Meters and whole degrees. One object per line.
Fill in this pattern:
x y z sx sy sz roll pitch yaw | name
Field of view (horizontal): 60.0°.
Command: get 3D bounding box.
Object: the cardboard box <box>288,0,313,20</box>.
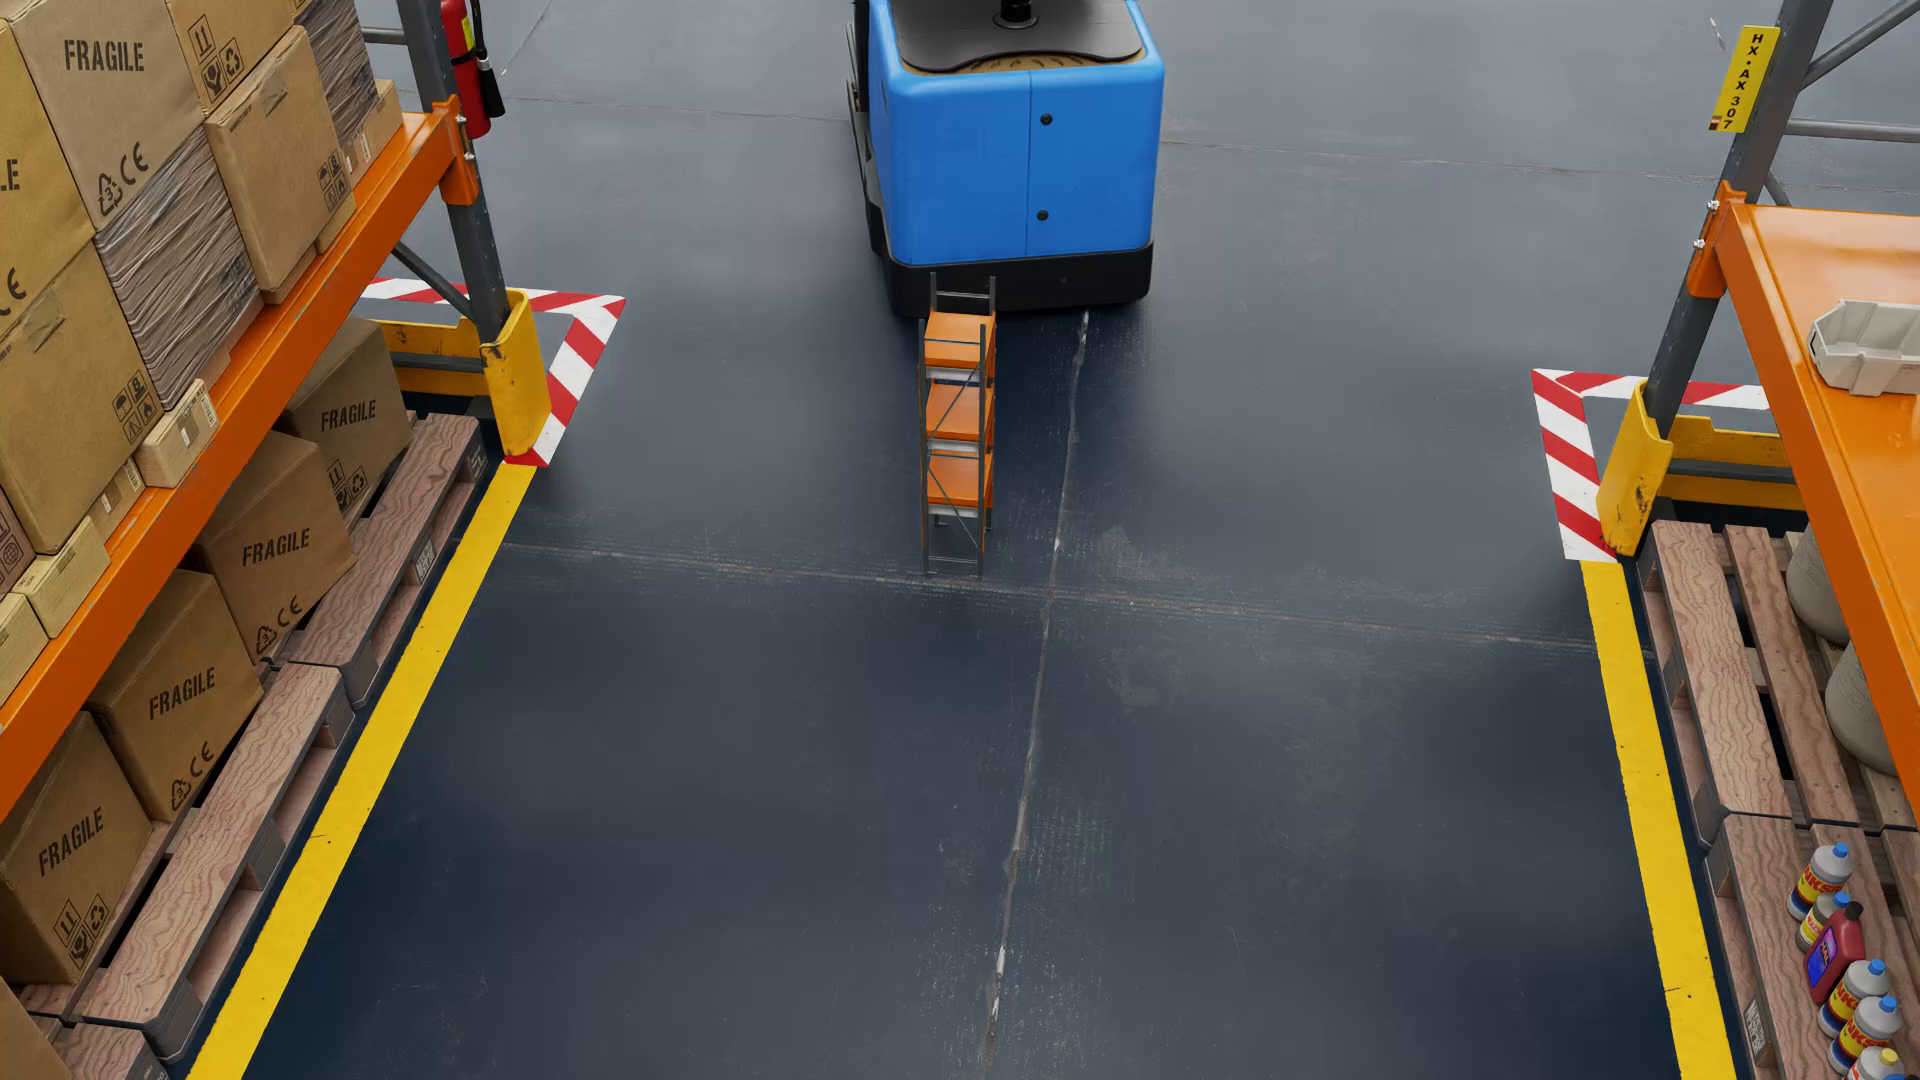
-1.952 -1.721 4.370 0.500 0.500 0.500 5 44 6 | cardboard box

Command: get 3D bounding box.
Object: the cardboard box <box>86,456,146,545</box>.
-2.153 -0.111 3.869 0.380 0.149 0.250 5 44 6 | cardboard box

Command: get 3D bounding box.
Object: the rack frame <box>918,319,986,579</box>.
-0.023 -0.262 5.263 0.200 1.050 0.008 5 44 6 | rack frame

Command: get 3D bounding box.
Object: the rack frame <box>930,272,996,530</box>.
0.009 -0.428 5.438 0.200 1.050 0.008 5 44 6 | rack frame

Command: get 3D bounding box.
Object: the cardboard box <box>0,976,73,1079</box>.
-2.492 1.210 3.803 0.500 0.500 0.500 19 46 19 | cardboard box

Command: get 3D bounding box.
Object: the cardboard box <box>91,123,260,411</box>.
-2.280 -0.695 4.013 0.875 0.500 0.500 5 44 6 | cardboard box

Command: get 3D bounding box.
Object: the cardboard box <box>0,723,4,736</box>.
-2.178 0.407 3.321 0.380 0.149 0.250 5 44 6 | cardboard box

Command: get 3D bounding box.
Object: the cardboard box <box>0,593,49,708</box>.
-2.186 0.233 3.505 0.380 0.149 0.250 5 44 6 | cardboard box

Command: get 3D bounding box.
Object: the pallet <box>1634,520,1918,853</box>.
2.709 0.461 5.110 1.003 0.211 1.213 5 44 6 | pallet

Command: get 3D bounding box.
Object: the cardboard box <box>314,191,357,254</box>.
-1.973 -0.962 4.767 0.380 0.149 0.250 5 44 6 | cardboard box

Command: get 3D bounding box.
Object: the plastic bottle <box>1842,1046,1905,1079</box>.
2.165 1.272 3.940 0.097 0.201 0.097 0 43 0 | plastic bottle

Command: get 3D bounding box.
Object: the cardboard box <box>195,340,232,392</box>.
-2.106 -0.454 4.230 0.380 0.149 0.250 5 44 6 | cardboard box

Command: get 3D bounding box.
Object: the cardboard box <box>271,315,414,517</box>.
-2.223 -0.432 5.537 0.500 0.500 0.500 13 45 13 | cardboard box

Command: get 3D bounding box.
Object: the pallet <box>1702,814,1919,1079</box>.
2.545 1.290 4.234 1.003 0.211 1.213 5 44 6 | pallet

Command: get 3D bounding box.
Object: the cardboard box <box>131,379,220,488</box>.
-2.052 -0.275 4.042 0.380 0.149 0.250 5 44 6 | cardboard box

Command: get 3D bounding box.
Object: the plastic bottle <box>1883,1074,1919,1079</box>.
2.151 1.317 3.842 0.097 0.271 0.097 0 43 0 | plastic bottle

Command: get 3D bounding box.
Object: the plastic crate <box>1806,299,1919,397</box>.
2.348 -0.485 4.272 0.298 0.136 0.250 5 44 6 | plastic crate

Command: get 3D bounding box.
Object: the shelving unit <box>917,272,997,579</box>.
-0.007 -0.345 5.351 0.215 1.050 0.252 5 44 6 | shelving unit

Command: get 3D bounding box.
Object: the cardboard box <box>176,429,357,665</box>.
-2.269 -0.022 5.104 0.500 0.500 0.500 16 46 16 | cardboard box

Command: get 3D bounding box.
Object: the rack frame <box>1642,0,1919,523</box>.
2.785 -1.161 4.795 1.000 3.000 0.127 5 44 6 | rack frame

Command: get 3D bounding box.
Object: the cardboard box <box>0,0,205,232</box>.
-2.081 -1.040 3.650 0.500 0.500 0.500 5 44 6 | cardboard box

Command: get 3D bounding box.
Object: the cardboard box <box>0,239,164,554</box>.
-2.358 -0.355 3.654 0.875 0.500 0.500 5 44 6 | cardboard box

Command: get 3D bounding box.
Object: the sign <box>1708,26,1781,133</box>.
2.240 -1.315 4.755 0.100 0.325 0.005 5 44 6 | sign

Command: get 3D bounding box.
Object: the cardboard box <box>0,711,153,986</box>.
-2.488 0.780 4.258 0.500 0.500 0.500 2 43 2 | cardboard box

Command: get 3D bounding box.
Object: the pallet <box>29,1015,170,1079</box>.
-2.599 1.666 3.837 1.003 0.211 1.213 5 44 6 | pallet

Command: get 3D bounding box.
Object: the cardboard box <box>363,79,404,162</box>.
-1.957 -1.307 5.132 0.380 0.149 0.250 5 44 6 | cardboard box

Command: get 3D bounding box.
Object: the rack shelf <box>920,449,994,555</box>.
-0.007 -0.135 5.549 0.215 0.259 0.240 5 44 6 | rack shelf

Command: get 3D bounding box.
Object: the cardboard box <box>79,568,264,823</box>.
-2.370 0.403 4.655 0.500 0.500 0.500 9 44 9 | cardboard box

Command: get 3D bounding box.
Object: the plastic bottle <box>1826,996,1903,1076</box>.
2.178 1.179 3.988 0.097 0.271 0.097 0 43 0 | plastic bottle

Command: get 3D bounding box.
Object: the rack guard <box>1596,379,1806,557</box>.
2.822 -0.197 5.595 1.175 0.500 0.348 5 44 6 | rack guard

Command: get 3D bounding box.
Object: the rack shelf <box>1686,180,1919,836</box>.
2.521 0.463 3.602 1.077 0.370 4.000 5 44 6 | rack shelf

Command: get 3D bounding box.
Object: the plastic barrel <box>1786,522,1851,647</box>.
2.774 0.045 5.025 0.421 0.512 0.421 0 43 0 | plastic barrel

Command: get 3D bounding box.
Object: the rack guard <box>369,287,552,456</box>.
-2.134 -0.652 6.075 1.175 0.500 0.348 5 44 6 | rack guard

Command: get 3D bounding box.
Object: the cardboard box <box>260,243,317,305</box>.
-2.021 -0.793 4.588 0.380 0.149 0.250 5 44 6 | cardboard box

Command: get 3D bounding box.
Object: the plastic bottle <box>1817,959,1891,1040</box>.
2.191 1.111 4.060 0.097 0.271 0.097 0 43 0 | plastic bottle

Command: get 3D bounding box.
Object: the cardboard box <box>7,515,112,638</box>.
-2.142 0.063 3.684 0.380 0.149 0.250 5 44 6 | cardboard box

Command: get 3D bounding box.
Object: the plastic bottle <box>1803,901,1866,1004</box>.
2.189 1.025 4.141 0.061 0.283 0.133 6 44 6 | plastic bottle

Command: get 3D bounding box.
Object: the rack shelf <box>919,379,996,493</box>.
-0.007 -0.337 5.358 0.215 0.259 0.240 5 44 6 | rack shelf

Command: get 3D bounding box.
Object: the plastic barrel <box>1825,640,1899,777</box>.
2.708 0.387 4.664 0.421 0.512 0.421 0 43 0 | plastic barrel

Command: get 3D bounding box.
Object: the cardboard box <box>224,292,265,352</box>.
-2.096 -0.626 4.412 0.380 0.149 0.250 5 44 6 | cardboard box

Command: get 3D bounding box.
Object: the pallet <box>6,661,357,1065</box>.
-2.441 0.833 4.717 1.003 0.211 1.213 5 44 6 | pallet

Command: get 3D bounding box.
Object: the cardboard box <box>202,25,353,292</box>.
-2.171 -1.032 4.369 0.875 0.500 0.500 5 44 6 | cardboard box

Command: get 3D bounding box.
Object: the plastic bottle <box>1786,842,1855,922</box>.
2.237 0.877 4.306 0.097 0.271 0.097 0 43 0 | plastic bottle

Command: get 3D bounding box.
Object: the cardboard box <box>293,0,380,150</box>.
-2.224 -1.383 4.740 0.875 0.500 0.500 5 44 6 | cardboard box

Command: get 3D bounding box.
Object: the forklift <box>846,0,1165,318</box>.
0.063 -2.958 6.743 1.130 2.935 3.031 -5 44 -5 | forklift

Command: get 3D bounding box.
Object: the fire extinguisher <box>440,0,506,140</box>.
-1.652 -1.619 5.335 0.296 0.674 0.183 5 44 6 | fire extinguisher

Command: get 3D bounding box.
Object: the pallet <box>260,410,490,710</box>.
-2.277 0.003 5.593 1.003 0.211 1.213 5 44 6 | pallet

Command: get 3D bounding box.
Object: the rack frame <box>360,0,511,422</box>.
-2.124 -1.611 5.270 1.000 3.000 0.127 5 44 6 | rack frame

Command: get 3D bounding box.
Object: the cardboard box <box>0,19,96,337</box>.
-2.155 -0.700 3.291 0.500 0.500 0.500 5 44 6 | cardboard box

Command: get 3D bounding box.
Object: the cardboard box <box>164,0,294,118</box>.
-2.013 -1.380 4.010 0.500 0.500 0.500 5 44 6 | cardboard box

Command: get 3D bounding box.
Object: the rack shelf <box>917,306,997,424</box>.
-0.007 -0.543 5.163 0.215 0.259 0.240 5 44 6 | rack shelf

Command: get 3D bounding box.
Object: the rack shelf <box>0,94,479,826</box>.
-2.389 0.013 4.078 1.077 0.370 4.000 5 44 6 | rack shelf

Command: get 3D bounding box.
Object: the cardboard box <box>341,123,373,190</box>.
-1.991 -1.137 4.952 0.380 0.149 0.250 5 44 6 | cardboard box

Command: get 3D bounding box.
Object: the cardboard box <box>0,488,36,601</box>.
-2.465 -0.018 3.298 0.875 0.500 0.500 5 44 6 | cardboard box

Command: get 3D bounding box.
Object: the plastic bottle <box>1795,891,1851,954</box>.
2.223 0.973 4.256 0.097 0.201 0.097 0 43 0 | plastic bottle
